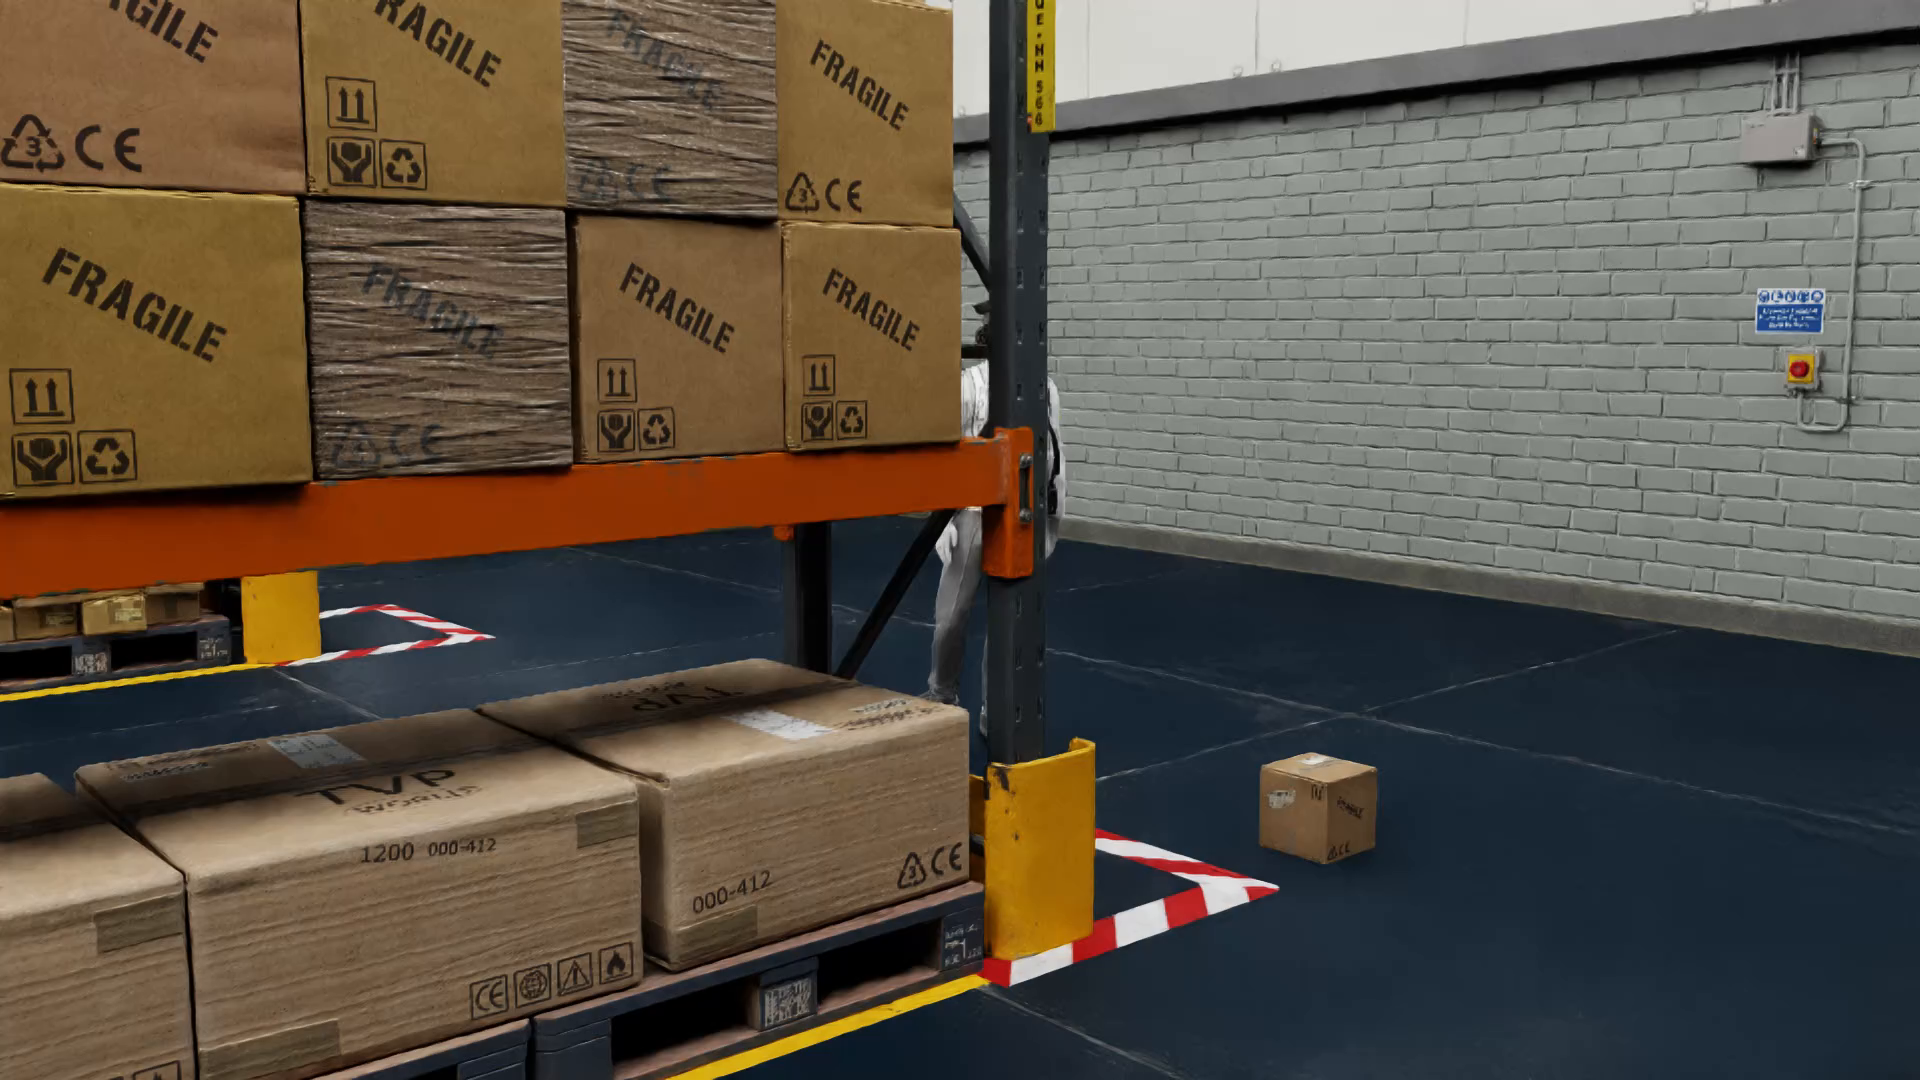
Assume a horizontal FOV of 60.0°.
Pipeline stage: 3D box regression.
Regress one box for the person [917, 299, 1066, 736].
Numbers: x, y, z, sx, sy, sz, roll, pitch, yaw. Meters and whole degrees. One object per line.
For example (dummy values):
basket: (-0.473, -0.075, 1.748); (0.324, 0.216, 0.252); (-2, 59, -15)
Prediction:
person: (0.084, -0.069, 6.167); (0.648, 1.659, 0.437); (-2, 8, -13)
